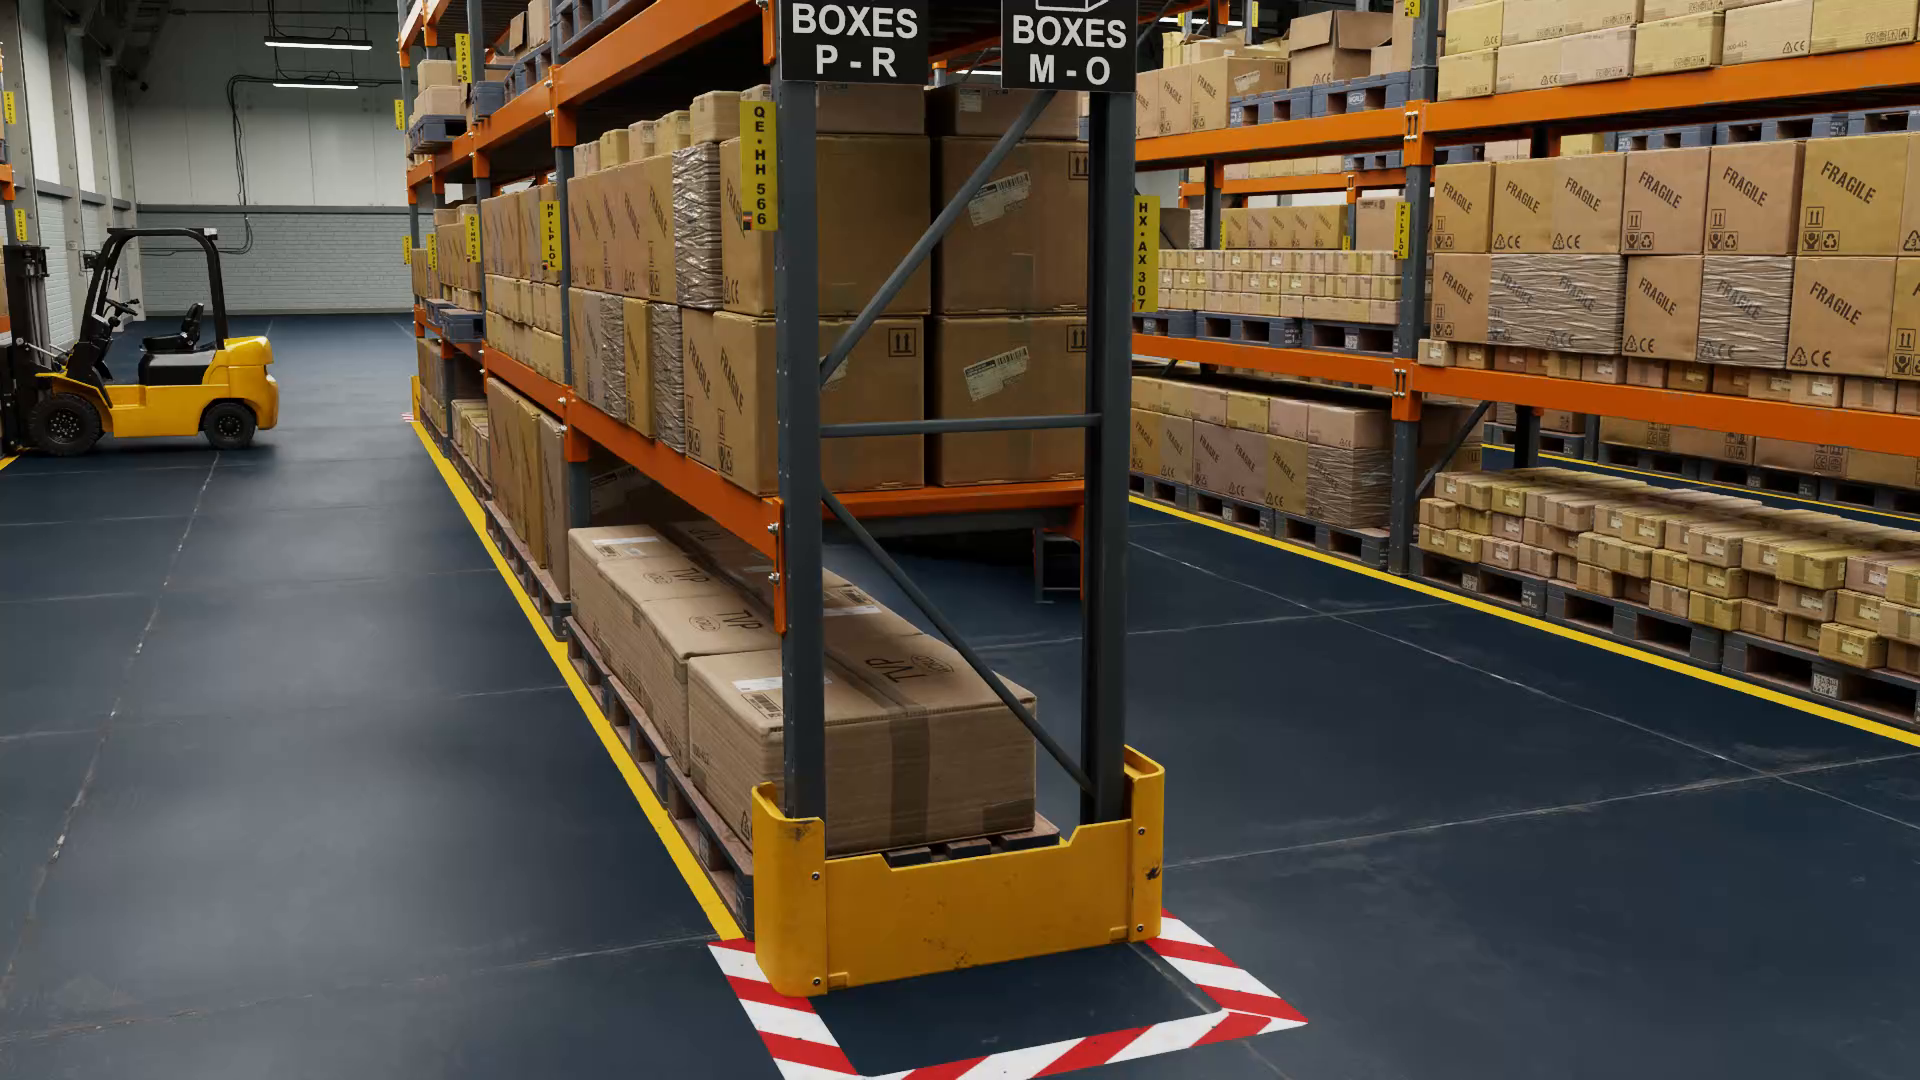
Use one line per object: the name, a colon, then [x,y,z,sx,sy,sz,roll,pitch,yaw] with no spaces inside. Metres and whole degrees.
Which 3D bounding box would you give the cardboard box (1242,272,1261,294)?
cardboard box: [2.232,-1.829,11.803,0.380,0.149,0.250,-3,11,-19]

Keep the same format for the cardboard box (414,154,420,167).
cardboard box: [-5.512,-3.987,17.424,0.380,0.149,0.250,-4,11,-20]

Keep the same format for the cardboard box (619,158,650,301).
cardboard box: [-0.973,-1.160,6.234,0.500,0.500,0.500,-4,11,-21]

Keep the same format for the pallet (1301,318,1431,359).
pallet: [2.983,-1.331,10.886,1.003,0.211,1.213,-4,11,-21]

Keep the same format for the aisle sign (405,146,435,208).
aisle sign: [-6.113,-4.190,18.988,0.394,0.787,0.004,-4,11,-21]

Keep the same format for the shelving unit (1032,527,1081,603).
shelving unit: [0.697,-0.288,9.825,0.538,1.125,1.048,0,10,2]

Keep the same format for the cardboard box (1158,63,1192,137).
cardboard box: [1.822,-3.279,12.440,0.500,0.500,0.500,-4,11,-21]

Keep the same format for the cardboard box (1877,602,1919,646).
cardboard box: [4.116,0.344,7.015,0.380,0.149,0.250,-4,11,-22]

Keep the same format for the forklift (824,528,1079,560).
forklift: [-0.541,-1.491,11.430,3.031,2.935,1.130,7,12,34]

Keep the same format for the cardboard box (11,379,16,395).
cardboard box: [-9.580,-1.478,16.390,0.500,0.250,0.500,-4,11,-22]

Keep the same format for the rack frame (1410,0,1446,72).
rack frame: [3.124,-4.245,9.591,1.000,3.000,0.127,-4,11,-21]

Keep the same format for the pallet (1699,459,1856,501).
pallet: [6.988,-0.538,13.840,1.003,0.211,1.213,-4,11,-21]

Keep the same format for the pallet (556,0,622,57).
pallet: [-1.166,-2.260,7.248,1.003,0.211,1.213,-4,11,-21]

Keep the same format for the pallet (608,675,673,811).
pallet: [-0.804,0.740,6.655,1.003,0.211,1.213,-4,11,-21]

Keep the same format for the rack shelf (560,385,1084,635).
rack shelf: [-0.728,-0.280,6.485,1.077,0.370,4.000,-4,11,-21]

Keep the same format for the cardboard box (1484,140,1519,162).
cardboard box: [5.562,-3.870,16.475,0.500,0.250,0.500,-4,11,-19]

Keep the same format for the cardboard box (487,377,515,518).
cardboard box: [-2.729,-0.657,11.414,0.875,0.875,0.875,-4,11,-21]

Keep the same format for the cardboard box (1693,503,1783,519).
cardboard box: [4.025,-0.090,8.606,0.380,0.149,0.250,-4,11,-21]

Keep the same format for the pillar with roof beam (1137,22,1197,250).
pillar with roof beam: [3.461,-12.010,53.240,9.100,9.000,0.548,-4,11,-21]

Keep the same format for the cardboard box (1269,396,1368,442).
cardboard box: [2.445,-0.827,11.303,0.500,0.250,0.500,-3,11,-18]

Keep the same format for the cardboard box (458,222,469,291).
cardboard box: [-3.524,-2.157,12.645,0.500,0.500,0.500,-4,11,-22]

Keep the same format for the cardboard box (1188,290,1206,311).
cardboard box: [1.943,-1.810,12.549,0.380,0.149,0.250,-3,11,-18]

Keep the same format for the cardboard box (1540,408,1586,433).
cardboard box: [6.073,-1.337,16.252,0.700,0.500,0.500,-5,11,-24]

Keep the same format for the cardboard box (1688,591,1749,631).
cardboard box: [3.733,0.324,7.974,0.380,0.149,0.250,-4,11,-23]

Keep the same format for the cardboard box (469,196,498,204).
cardboard box: [-4.309,-3.040,15.957,0.700,0.500,0.500,-4,11,-21]

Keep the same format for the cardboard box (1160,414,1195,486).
cardboard box: [1.879,-0.707,12.769,0.500,0.500,0.500,-4,11,-20]

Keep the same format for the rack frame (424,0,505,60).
rack frame: [-4.352,-5.220,15.073,1.000,3.000,0.127,-4,11,-21]

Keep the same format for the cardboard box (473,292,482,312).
cardboard box: [-3.405,-1.775,12.350,0.380,0.149,0.250,-4,11,-20]

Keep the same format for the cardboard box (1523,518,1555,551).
cardboard box: [3.350,-0.044,9.197,0.380,0.149,0.250,-4,11,-24]

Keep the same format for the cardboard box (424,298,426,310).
cardboard box: [-5.572,-2.554,17.932,0.380,0.149,0.250,-4,11,-19]

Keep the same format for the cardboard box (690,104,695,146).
cardboard box: [-0.659,-1.335,5.369,0.380,0.149,0.250,-4,11,-20]

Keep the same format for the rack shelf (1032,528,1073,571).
rack shelf: [0.697,-0.047,9.868,0.538,0.278,1.000,0,10,2]

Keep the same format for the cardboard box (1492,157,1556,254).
cardboard box: [3.263,-1.807,9.023,0.500,0.500,0.500,-4,11,-23]

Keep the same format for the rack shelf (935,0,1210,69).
rack shelf: [0.950,-4.674,15.195,1.077,0.370,4.000,-4,11,-21]

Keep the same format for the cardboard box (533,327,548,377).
cardboard box: [-2.034,-1.028,9.060,0.500,0.250,0.500,-4,11,-22]

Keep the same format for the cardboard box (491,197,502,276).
cardboard box: [-2.763,-1.979,10.840,0.500,0.500,0.500,-4,11,-21]

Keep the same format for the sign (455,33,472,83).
sign: [-3.409,-3.311,11.428,0.100,0.325,0.005,-4,11,-21]

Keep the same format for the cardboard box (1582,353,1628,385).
cardboard box: [3.444,-0.889,8.571,0.380,0.149,0.250,-3,11,-18]

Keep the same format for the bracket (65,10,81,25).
bracket: [-17.055,-10.052,31.957,0.235,0.232,0.430,-4,11,-21]

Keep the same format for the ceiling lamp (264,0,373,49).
ceiling lamp: [-12.757,-11.341,32.816,2.000,3.185,0.800,-4,11,-21]

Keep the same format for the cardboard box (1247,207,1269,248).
cardboard box: [3.925,-3.885,20.704,0.500,0.500,0.500,-4,11,-21]

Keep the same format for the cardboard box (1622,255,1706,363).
cardboard box: [3.625,-1.140,8.129,0.500,0.500,0.500,-3,11,-18]

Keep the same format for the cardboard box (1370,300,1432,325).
cardboard box: [2.796,-1.427,10.395,0.380,0.149,0.250,-4,11,-22]

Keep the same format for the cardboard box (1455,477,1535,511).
cardboard box: [3.101,-0.270,9.613,0.380,0.149,0.250,-3,11,-18]

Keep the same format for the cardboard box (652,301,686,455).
cardboard box: [-0.788,-0.585,5.861,0.500,0.500,0.500,-4,11,-19]

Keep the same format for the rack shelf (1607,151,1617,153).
rack shelf: [7.059,-3.039,13.429,1.077,0.370,4.000,-4,11,-21]

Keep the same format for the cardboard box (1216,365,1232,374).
cardboard box: [3.646,-2.422,22.408,0.500,0.500,0.500,-2,10,-10]

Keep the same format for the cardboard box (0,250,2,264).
cardboard box: [-9.882,-2.848,16.727,0.380,0.149,0.250,-4,11,-20]

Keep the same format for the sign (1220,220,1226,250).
sign: [2.177,-2.512,13.895,0.100,0.325,0.005,-4,11,-21]

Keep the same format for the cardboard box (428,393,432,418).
cardboard box: [-5.379,-1.451,17.667,0.500,0.250,0.500,-3,11,-17]

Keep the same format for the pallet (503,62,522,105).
pallet: [-2.211,-2.714,10.085,1.003,0.211,1.213,-3,11,-18]

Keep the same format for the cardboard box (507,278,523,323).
cardboard box: [-2.422,-1.438,9.938,0.500,0.250,0.500,-4,11,-20]

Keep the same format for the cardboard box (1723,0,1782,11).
cardboard box: [3.800,-2.514,7.424,0.500,0.250,0.500,-4,11,-20]

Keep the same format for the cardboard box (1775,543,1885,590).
cardboard box: [3.896,0.116,7.445,0.380,0.149,0.250,-4,11,-22]

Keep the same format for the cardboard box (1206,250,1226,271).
cardboard box: [2.042,-2.061,12.264,0.380,0.149,0.250,-3,11,-18]

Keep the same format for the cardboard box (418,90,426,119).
cardboard box: [-4.329,-3.673,14.168,0.500,0.250,0.500,-4,11,-22]
